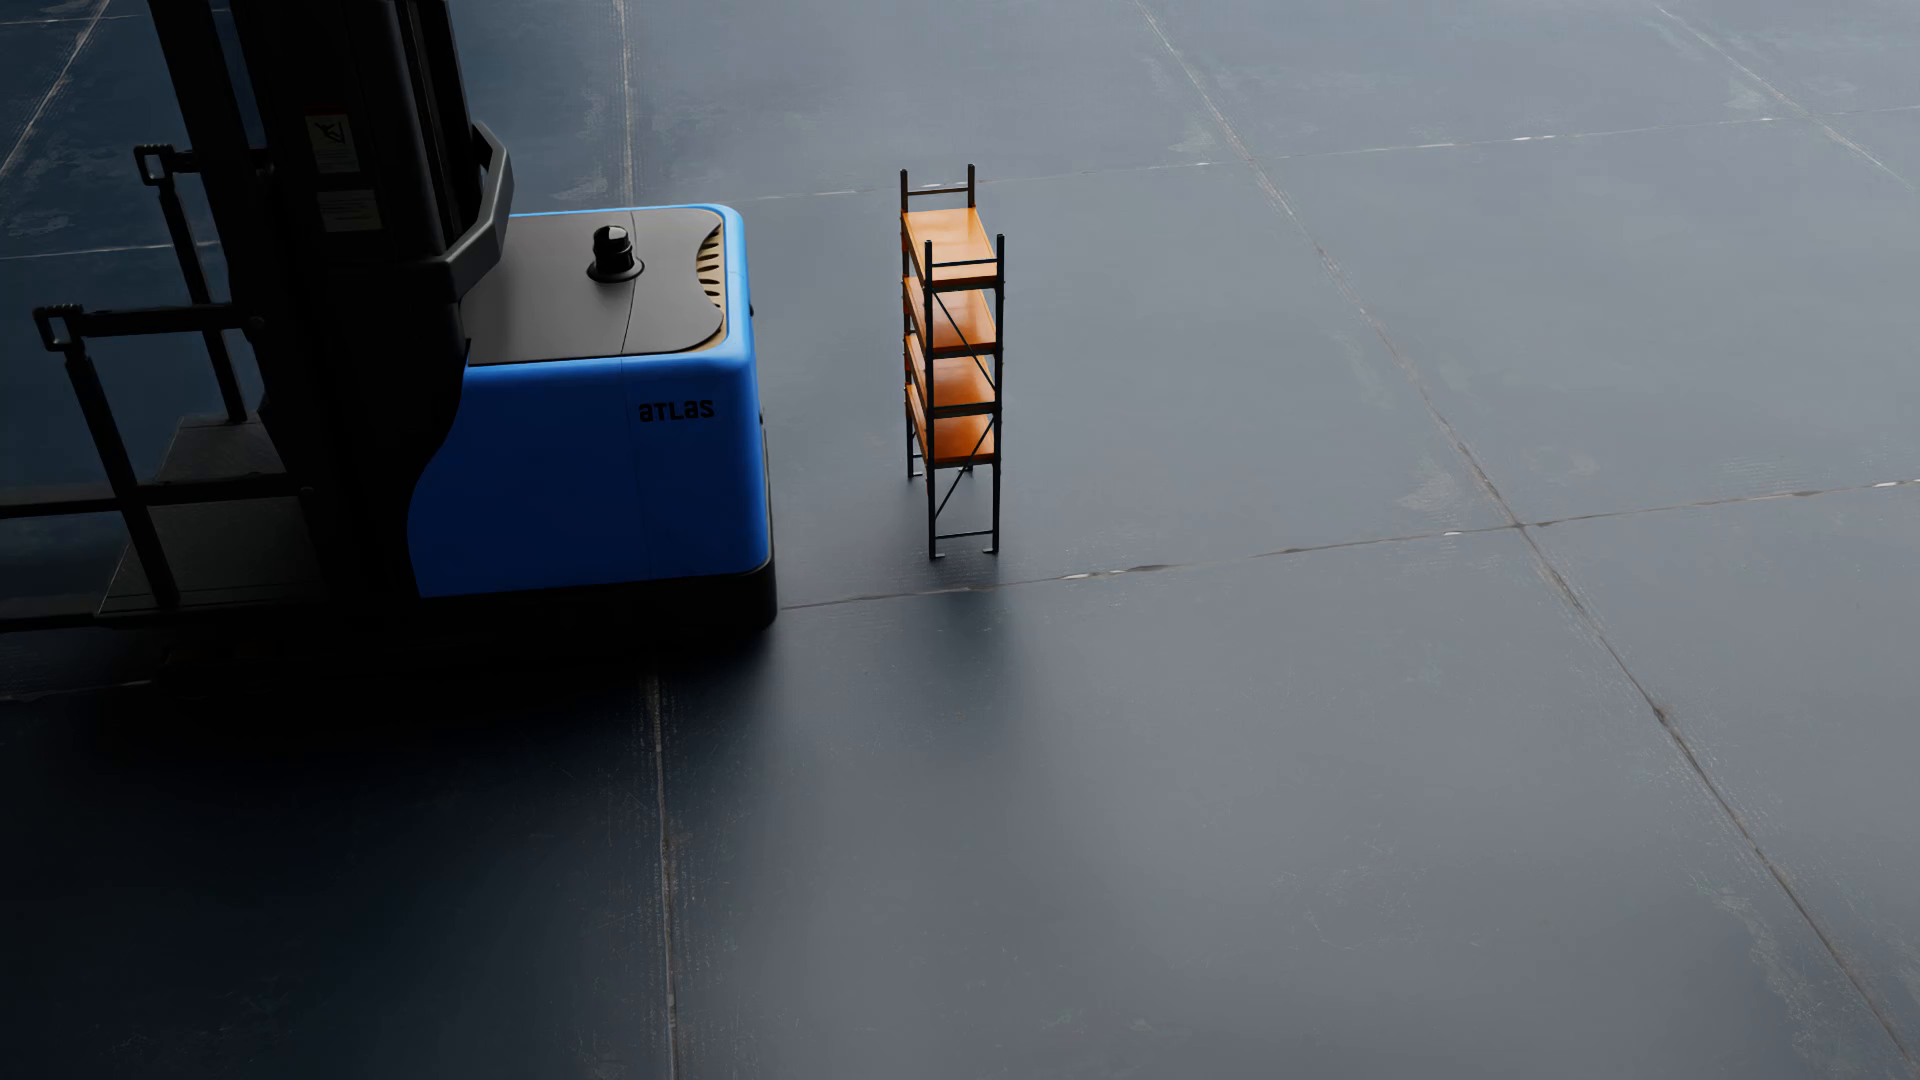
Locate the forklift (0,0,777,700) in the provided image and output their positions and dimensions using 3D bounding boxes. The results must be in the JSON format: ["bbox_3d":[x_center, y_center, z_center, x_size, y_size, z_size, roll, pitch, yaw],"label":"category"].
[{"bbox_3d":[-2.142,-1.011,4.663,3.031,2.935,1.130,-4,38,-6],"label":"forklift"}]

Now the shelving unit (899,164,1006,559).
[{"bbox_3d":[-0.029,-0.574,5.511,0.258,1.200,0.503,-6,38,-8],"label":"shelving unit"}]

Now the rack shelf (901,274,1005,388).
[{"bbox_3d":[-0.029,-0.697,5.415,0.258,0.148,0.480,-6,38,-8],"label":"rack shelf"}]

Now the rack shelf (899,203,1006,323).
[{"bbox_3d":[-0.029,-0.884,5.270,0.258,0.148,0.480,-6,38,-8],"label":"rack shelf"}]

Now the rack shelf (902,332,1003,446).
[{"bbox_3d":[-0.029,-0.521,5.552,0.258,0.148,0.480,-6,38,-8],"label":"rack shelf"}]

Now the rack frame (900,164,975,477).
[{"bbox_3d":[-0.072,-0.721,5.700,0.240,1.200,0.015,-6,38,-8],"label":"rack frame"}]

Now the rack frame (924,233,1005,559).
[{"bbox_3d":[0.014,-0.426,5.321,0.240,1.200,0.015,-6,38,-8],"label":"rack frame"}]

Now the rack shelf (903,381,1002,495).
[{"bbox_3d":[-0.029,-0.364,5.674,0.258,0.148,0.480,-6,38,-8],"label":"rack shelf"}]
